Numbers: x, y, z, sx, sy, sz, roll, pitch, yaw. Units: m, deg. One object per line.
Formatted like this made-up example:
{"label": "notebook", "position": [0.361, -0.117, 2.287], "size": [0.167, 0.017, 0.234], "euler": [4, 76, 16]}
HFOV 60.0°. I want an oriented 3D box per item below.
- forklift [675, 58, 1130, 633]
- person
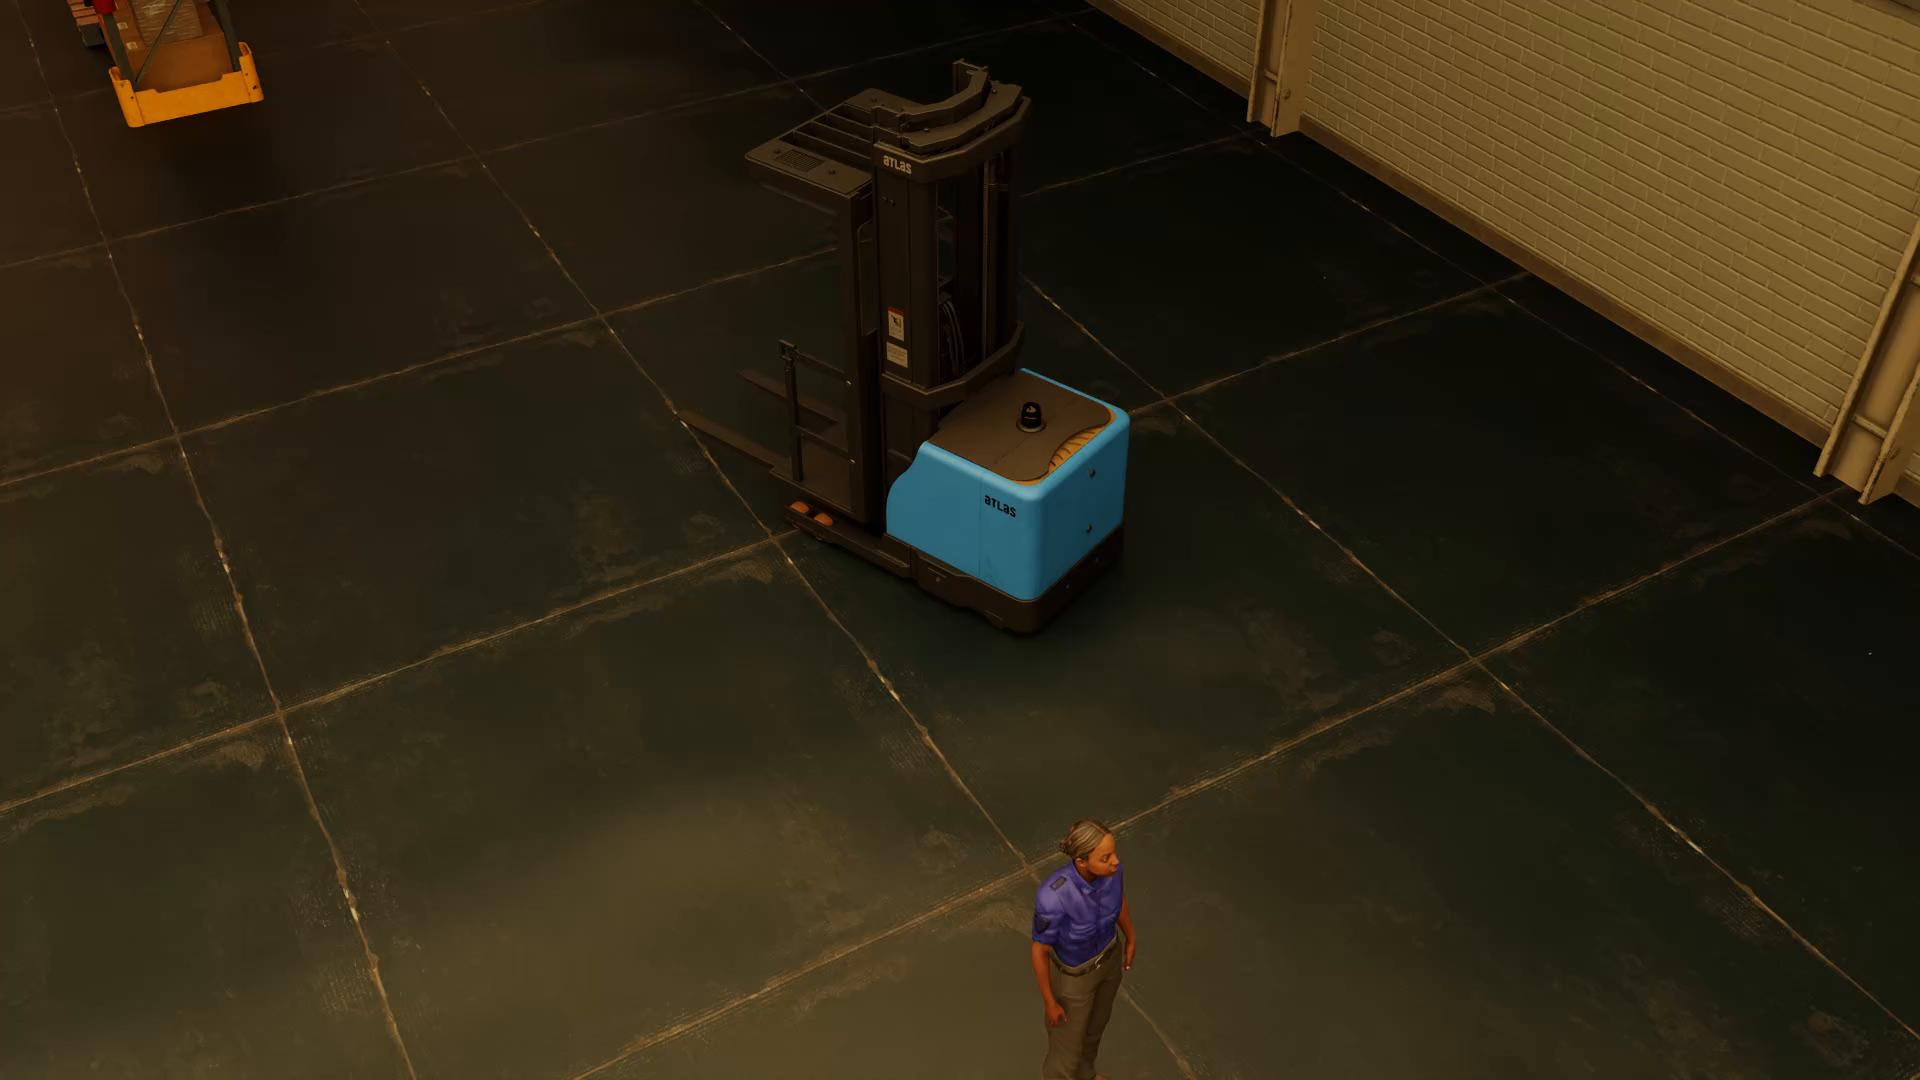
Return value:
{"label": "forklift", "position": [-0.481, -1.366, 9.683], "size": [3.031, 2.935, 1.130], "euler": [26, 46, 28]}
{"label": "person", "position": [0.558, 1.819, 6.832], "size": [0.570, 1.655, 0.504], "euler": [-32, 49, -32]}
